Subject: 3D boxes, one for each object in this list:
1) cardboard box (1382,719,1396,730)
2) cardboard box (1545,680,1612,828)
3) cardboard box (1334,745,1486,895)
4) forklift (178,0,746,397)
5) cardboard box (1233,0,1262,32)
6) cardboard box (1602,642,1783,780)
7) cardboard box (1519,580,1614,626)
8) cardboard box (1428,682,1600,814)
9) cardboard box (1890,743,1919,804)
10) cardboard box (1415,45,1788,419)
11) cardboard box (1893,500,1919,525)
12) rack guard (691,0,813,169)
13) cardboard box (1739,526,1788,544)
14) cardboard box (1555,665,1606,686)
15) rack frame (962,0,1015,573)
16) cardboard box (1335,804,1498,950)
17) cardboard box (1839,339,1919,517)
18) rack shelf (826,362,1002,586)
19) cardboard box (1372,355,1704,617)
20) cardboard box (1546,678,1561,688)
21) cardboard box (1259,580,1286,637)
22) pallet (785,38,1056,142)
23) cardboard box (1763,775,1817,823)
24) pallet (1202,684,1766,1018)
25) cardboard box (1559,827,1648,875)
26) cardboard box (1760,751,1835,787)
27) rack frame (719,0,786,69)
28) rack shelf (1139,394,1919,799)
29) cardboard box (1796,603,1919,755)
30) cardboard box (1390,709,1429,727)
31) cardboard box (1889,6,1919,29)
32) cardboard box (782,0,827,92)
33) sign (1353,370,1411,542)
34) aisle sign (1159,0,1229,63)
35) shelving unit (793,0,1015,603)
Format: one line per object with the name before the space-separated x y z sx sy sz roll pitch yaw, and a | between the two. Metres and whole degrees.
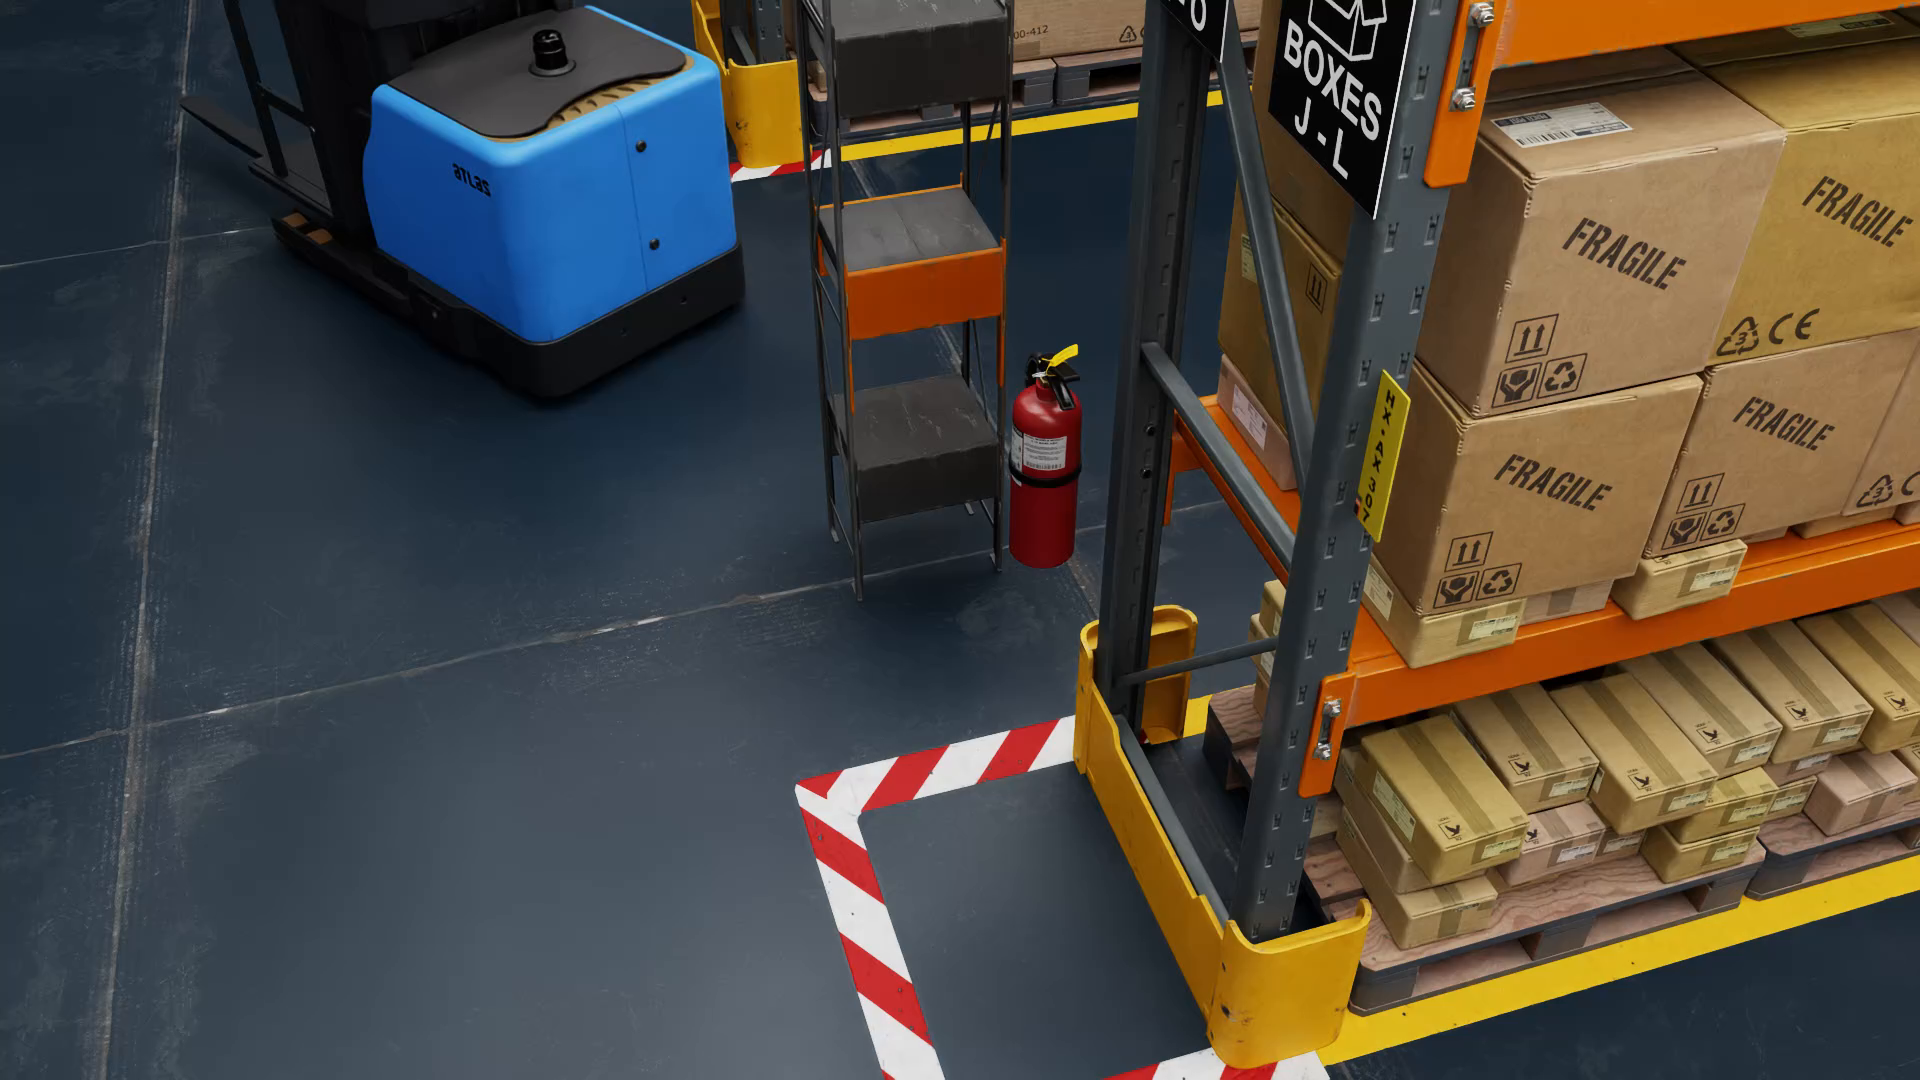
cardboard box | 1.244 0.404 4.855 0.250 0.149 0.380 -10 42 -12
cardboard box | 1.652 0.576 4.432 0.250 0.149 0.380 -11 42 -13
cardboard box | 1.167 0.699 4.292 0.250 0.149 0.380 -10 42 -11
forklift | -2.305 -2.482 6.363 3.031 2.935 1.130 31 50 30
cardboard box | 1.337 -2.998 8.530 0.875 0.438 0.875 -13 43 -14
cardboard box | 1.909 0.439 4.364 0.250 0.149 0.380 -14 43 -15
cardboard box | 1.227 -0.002 3.664 0.250 0.149 0.380 -10 42 -12
cardboard box | 1.418 0.509 4.283 0.250 0.149 0.380 -11 42 -12
cardboard box | 2.657 0.537 4.704 0.250 0.149 0.380 -12 42 -13
cardboard box | 1.098 -0.610 3.107 0.500 0.500 0.500 -12 43 -13
cardboard box | 2.216 -0.228 3.922 0.250 0.149 0.380 -12 43 -14
rack guard | -1.017 -2.302 8.005 0.348 0.500 1.175 -12 42 -13
cardboard box | 1.706 -0.159 3.843 0.250 0.149 0.380 -10 42 -11
cardboard box | 1.790 0.266 4.788 0.250 0.149 0.380 -12 43 -14
rack frame | 0.075 -0.806 5.077 0.015 2.100 0.400 -12 42 -13
cardboard box | 1.186 0.851 4.344 0.250 0.149 0.380 -11 42 -12
cardboard box | 2.075 -0.438 3.669 0.500 0.500 0.500 -11 42 -12
rack shelf | -0.158 -0.221 5.491 0.480 0.518 0.431 -12 42 -13
cardboard box | 1.101 -0.227 3.428 0.500 0.500 0.500 -10 42 -11
cardboard box | 1.753 0.349 4.918 0.250 0.149 0.380 -11 42 -13
cardboard box | 1.018 0.266 4.562 0.250 0.149 0.380 -11 42 -13
pallet | -0.254 -2.406 8.343 1.213 0.211 1.003 -12 42 -13
cardboard box | 2.137 0.602 4.628 0.250 0.149 0.380 -12 42 -13
pallet | 1.448 0.735 4.749 1.213 0.211 1.003 -12 42 -13
cardboard box | 1.645 0.694 4.523 0.250 0.149 0.380 -11 42 -13
cardboard box | 2.153 0.482 4.540 0.250 0.149 0.380 -14 43 -15
rack frame | -0.994 -3.249 7.188 0.127 3.000 1.000 -12 42 -13
rack shelf | 2.497 -0.286 4.345 4.000 0.370 1.077 -12 42 -13
cardboard box | 2.441 0.366 4.446 0.250 0.149 0.380 -11 42 -12
cardboard box | 1.273 0.340 4.702 0.250 0.149 0.380 -13 43 -14
cardboard box | 2.080 -0.803 3.327 0.500 0.500 0.500 -13 43 -14
cardboard box | -0.394 -2.635 8.114 0.875 0.438 0.875 -13 43 -15
sign | 0.753 -0.148 2.981 0.005 0.325 0.100 -12 42 -13
aisle sign | 0.430 -1.315 2.999 0.004 0.787 0.394 -12 42 -13
shelving unit | -0.158 -0.758 5.022 0.503 2.100 0.431 -12 42 -13
